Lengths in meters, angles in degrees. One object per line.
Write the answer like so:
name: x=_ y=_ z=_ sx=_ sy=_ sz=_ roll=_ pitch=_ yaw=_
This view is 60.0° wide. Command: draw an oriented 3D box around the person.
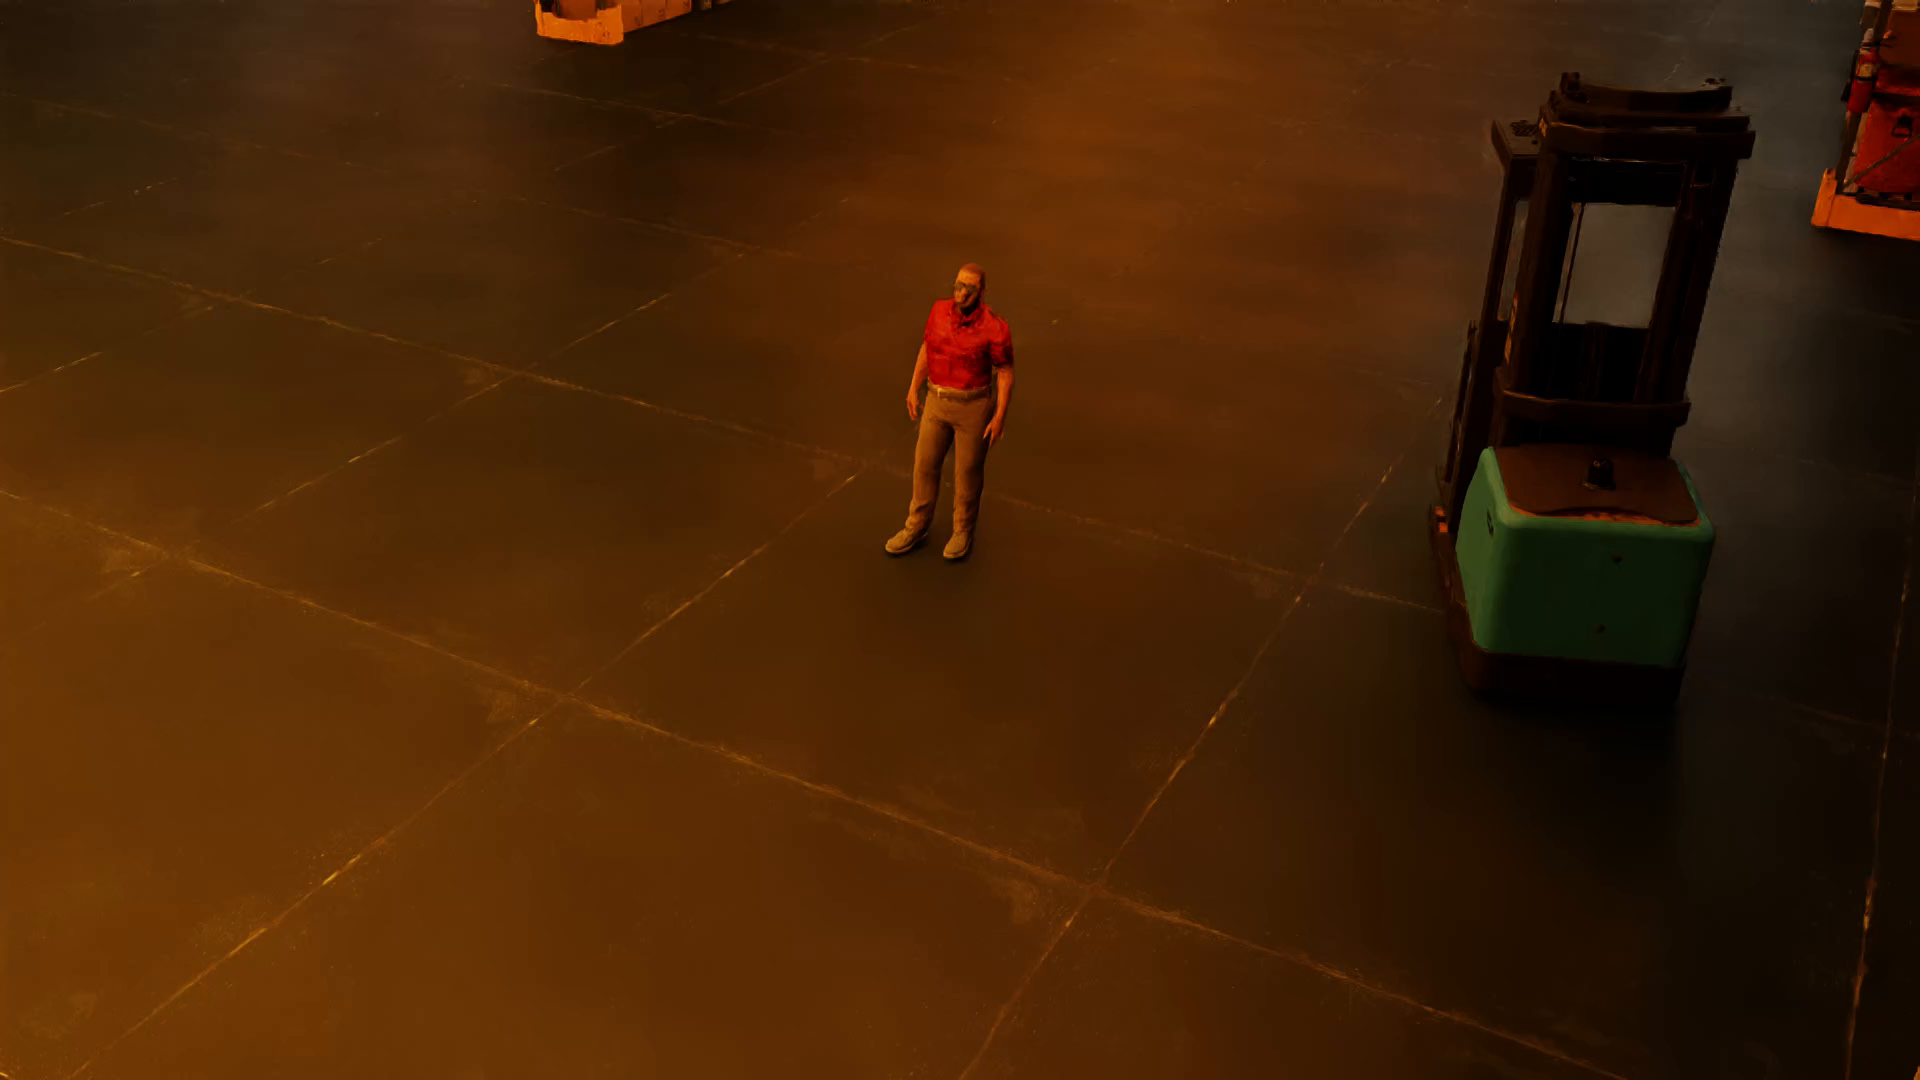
person: x=-0.054 y=-0.719 z=9.504 sx=0.640 sy=1.727 sz=0.550 roll=15 pitch=33 yaw=25

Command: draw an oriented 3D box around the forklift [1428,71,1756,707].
forklift: x=3.351 y=-1.145 z=9.054 sx=1.130 sy=2.935 sz=3.031 roll=4 pitch=30 yaw=8
